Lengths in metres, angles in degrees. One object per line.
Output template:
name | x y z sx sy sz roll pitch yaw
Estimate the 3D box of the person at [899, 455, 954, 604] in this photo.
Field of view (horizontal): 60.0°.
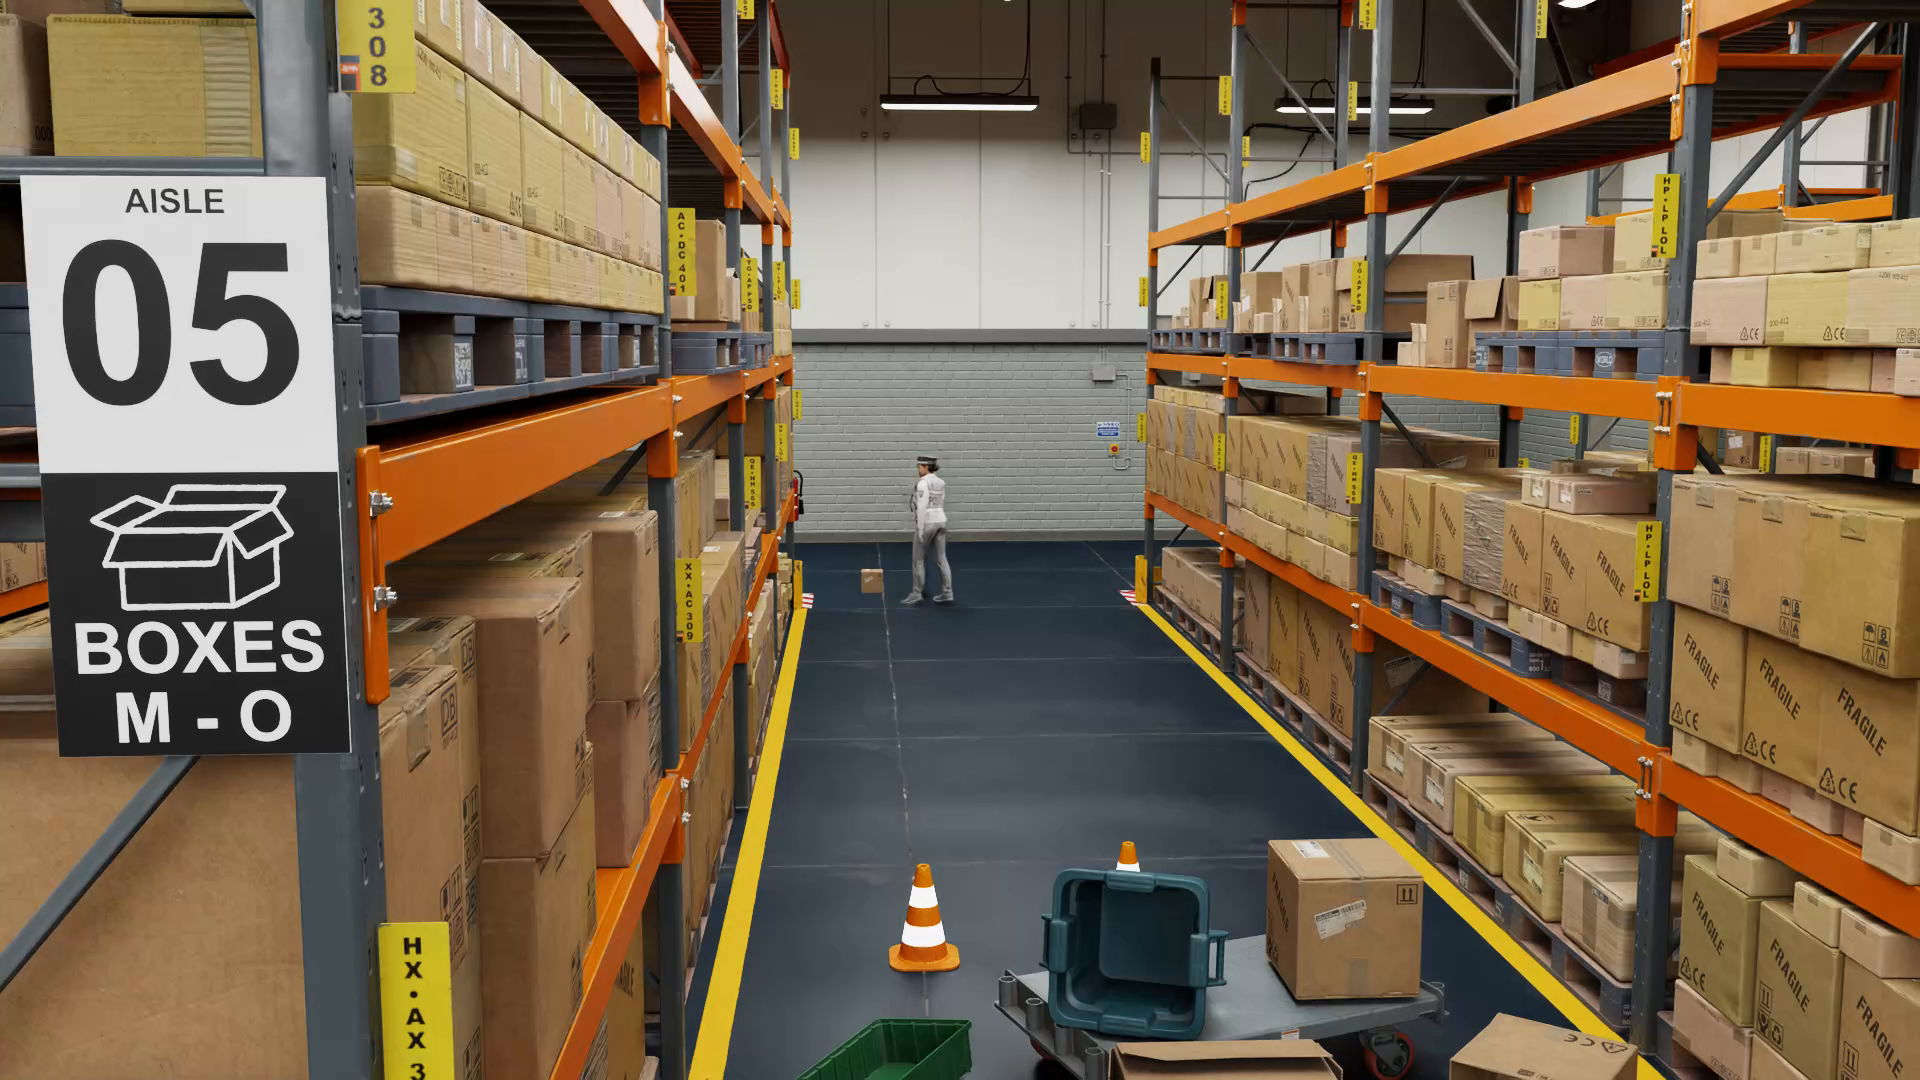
person | -0.326 -0.105 18.665 0.595 1.701 0.509 6 9 39
